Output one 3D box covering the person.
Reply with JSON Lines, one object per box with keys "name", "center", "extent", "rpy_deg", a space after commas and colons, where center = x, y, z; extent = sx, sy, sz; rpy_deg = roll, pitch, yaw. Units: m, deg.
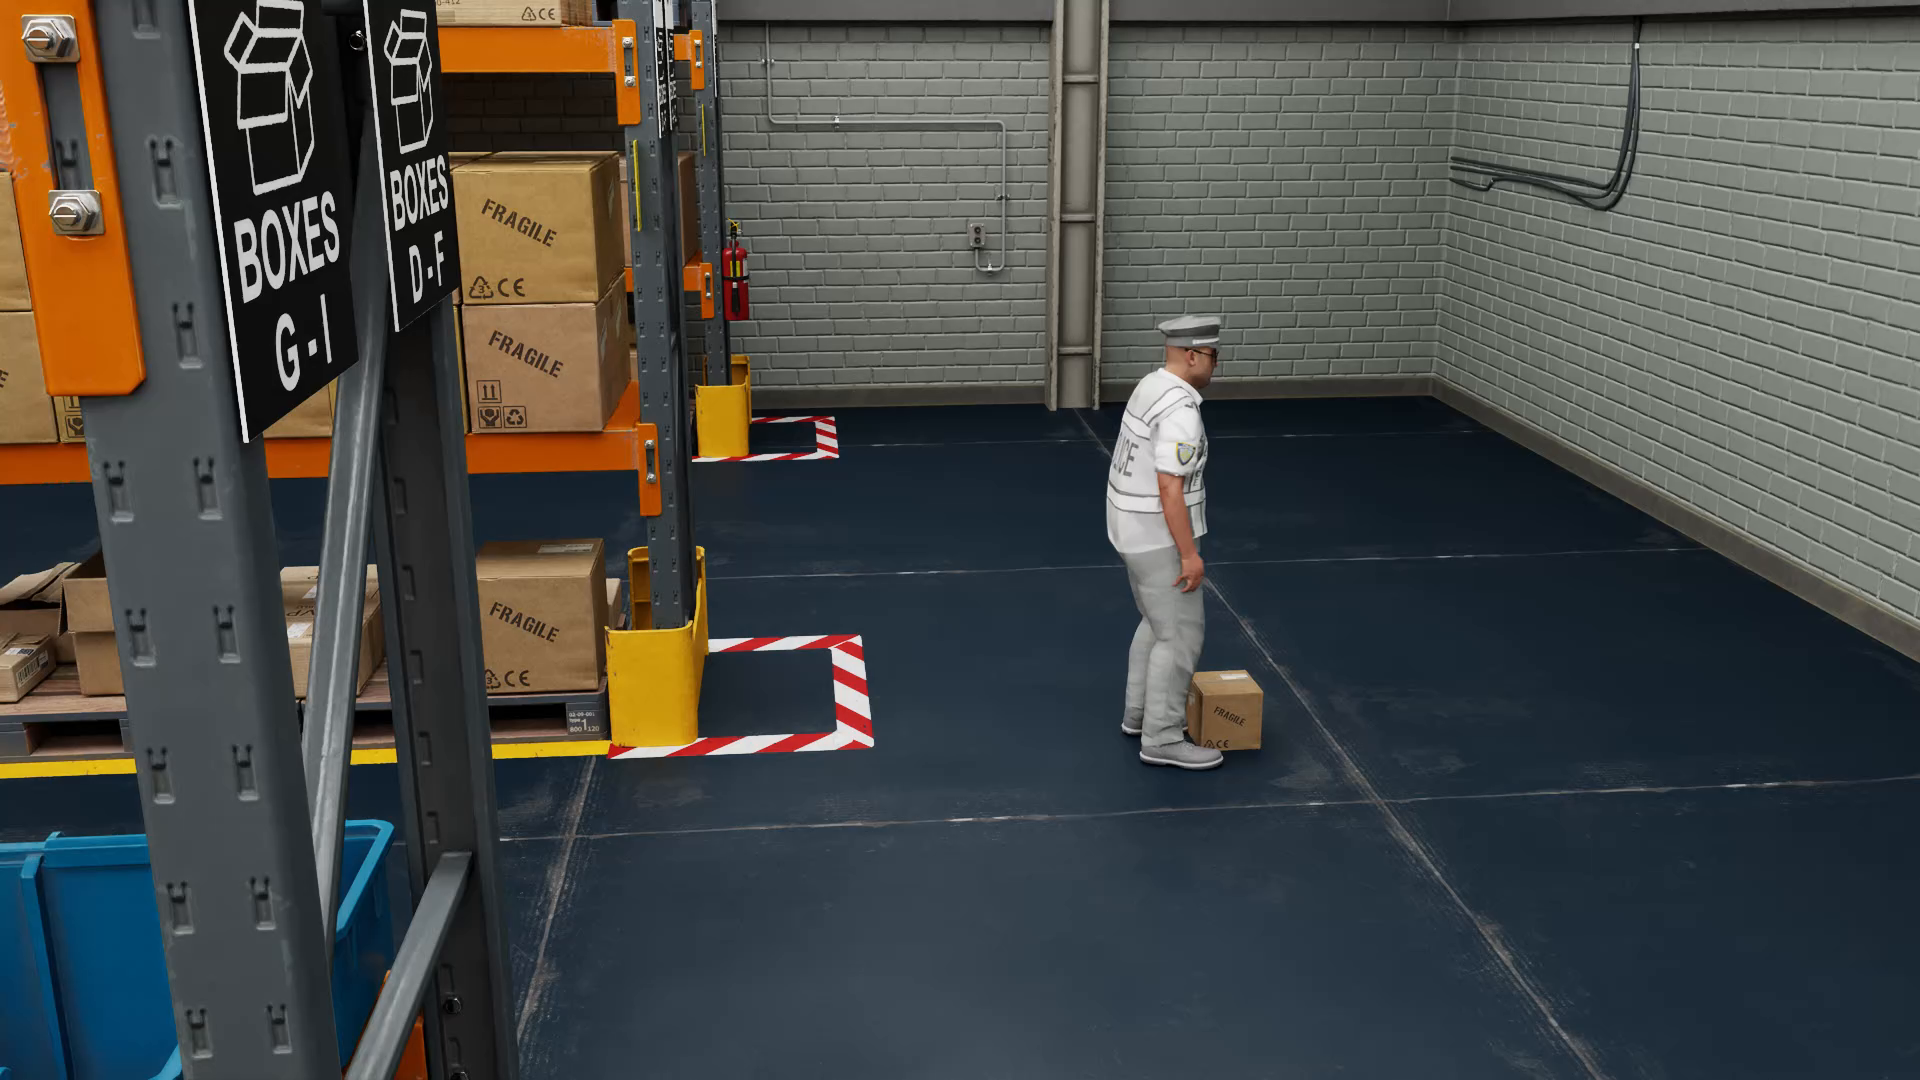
{"name": "person", "center": [0.804, -0.007, 6.548], "extent": [0.438, 1.748, 0.587], "rpy_deg": [-2, 17, -5]}
